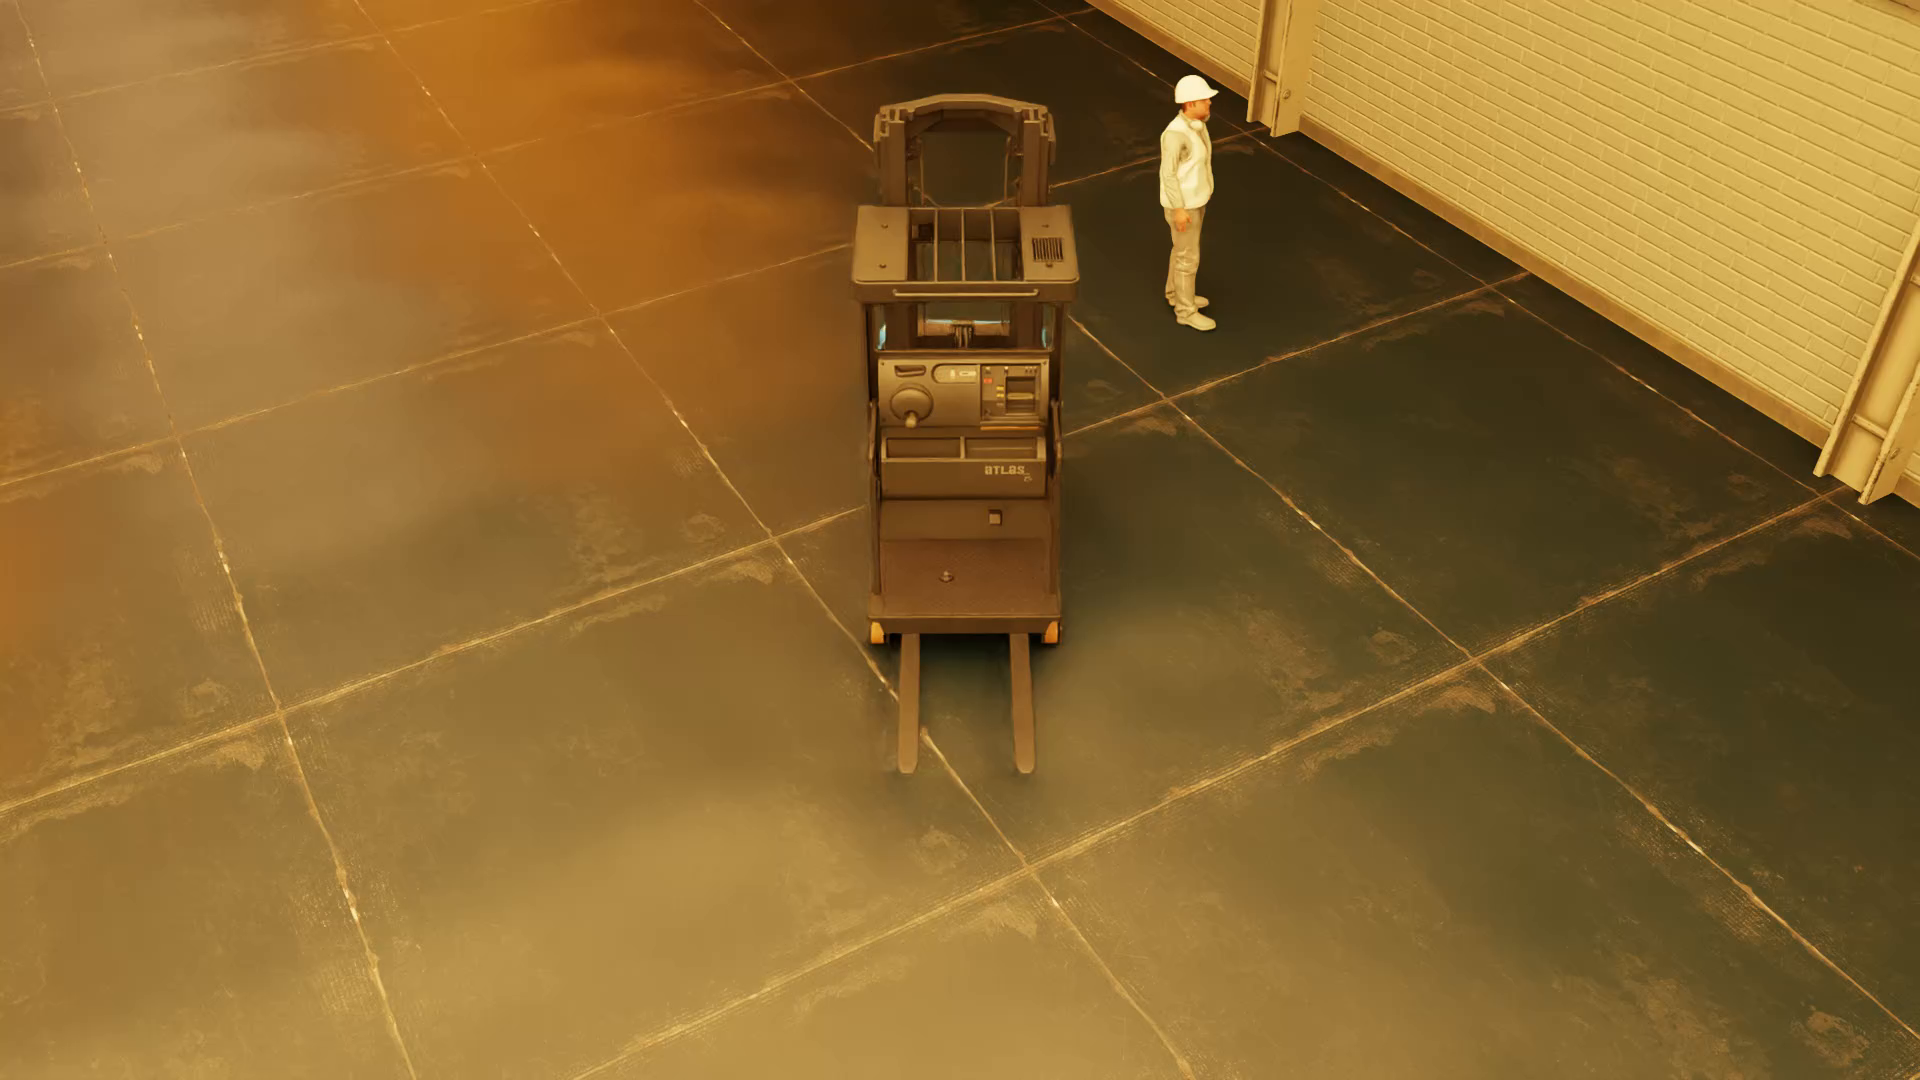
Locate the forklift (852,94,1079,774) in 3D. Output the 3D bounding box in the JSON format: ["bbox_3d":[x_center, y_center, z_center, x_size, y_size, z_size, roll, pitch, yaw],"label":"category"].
[{"bbox_3d":[0.024,-0.727,8.913,1.130,2.935,3.031,0,40,0],"label":"forklift"}]

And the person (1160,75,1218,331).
[{"bbox_3d":[1.694,-2.426,11.861,0.565,1.778,0.642,14,42,16],"label":"person"}]
